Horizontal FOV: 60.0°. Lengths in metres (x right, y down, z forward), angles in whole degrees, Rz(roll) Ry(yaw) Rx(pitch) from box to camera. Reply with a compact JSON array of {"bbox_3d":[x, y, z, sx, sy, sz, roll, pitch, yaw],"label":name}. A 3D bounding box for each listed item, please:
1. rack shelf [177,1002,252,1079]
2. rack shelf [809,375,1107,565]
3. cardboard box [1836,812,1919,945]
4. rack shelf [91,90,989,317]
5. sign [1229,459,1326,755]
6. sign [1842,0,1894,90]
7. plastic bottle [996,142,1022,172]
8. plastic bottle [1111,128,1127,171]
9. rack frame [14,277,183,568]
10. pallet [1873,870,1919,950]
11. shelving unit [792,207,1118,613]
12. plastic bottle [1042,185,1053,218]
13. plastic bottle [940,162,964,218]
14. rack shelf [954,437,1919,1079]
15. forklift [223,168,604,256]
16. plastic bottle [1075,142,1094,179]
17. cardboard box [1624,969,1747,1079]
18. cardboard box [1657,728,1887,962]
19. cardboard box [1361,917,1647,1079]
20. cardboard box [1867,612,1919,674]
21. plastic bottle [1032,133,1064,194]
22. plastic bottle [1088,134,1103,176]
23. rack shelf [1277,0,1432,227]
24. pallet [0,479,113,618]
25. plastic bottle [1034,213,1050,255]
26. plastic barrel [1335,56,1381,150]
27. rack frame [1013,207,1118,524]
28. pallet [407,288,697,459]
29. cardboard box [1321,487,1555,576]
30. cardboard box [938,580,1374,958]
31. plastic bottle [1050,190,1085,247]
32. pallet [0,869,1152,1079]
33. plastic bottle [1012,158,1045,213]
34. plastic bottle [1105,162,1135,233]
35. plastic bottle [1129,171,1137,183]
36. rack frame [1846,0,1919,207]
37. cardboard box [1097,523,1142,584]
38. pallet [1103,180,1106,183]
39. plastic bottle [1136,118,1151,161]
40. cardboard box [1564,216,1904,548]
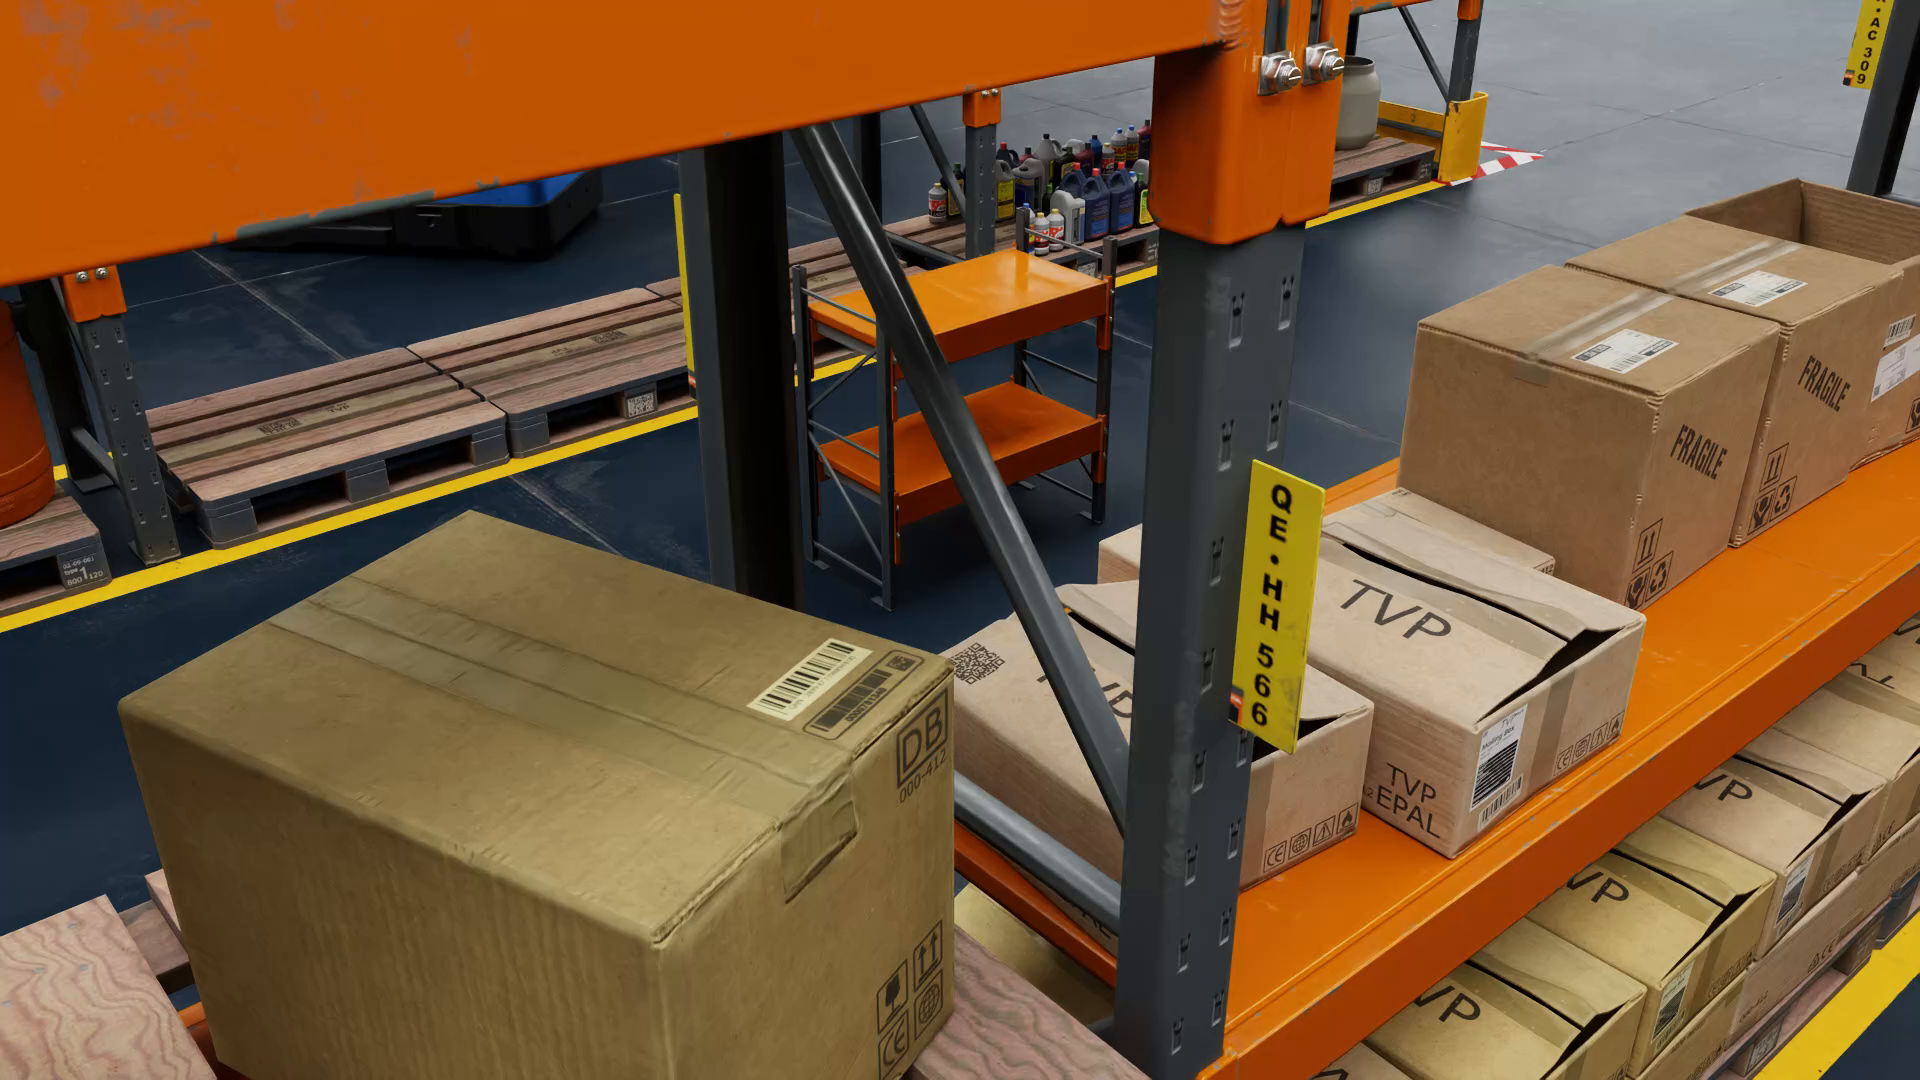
[{"bbox_3d":[-1.547,1.289,1.420,4.000,0.370,1.077,-22,35,-35],"label":"rack shelf"},{"bbox_3d":[-0.005,-0.278,6.096,1.000,0.278,0.538,-22,35,-35],"label":"rack shelf"},{"bbox_3d":[2.116,0.705,4.220,0.500,0.250,0.500,-21,35,-34],"label":"cardboard box"},{"bbox_3d":[-1.716,-1.712,7.035,4.000,0.370,1.077,-22,35,-35],"label":"rack shelf"},{"bbox_3d":[0.334,0.075,1.782,0.005,0.325,0.100,-22,35,-35],"label":"sign"},{"bbox_3d":[2.656,-1.480,4.833,0.005,0.325,0.100,-22,35,-35],"label":"sign"},{"bbox_3d":[0.255,-2.026,9.203,0.185,0.351,0.144,-24,36,-37],"label":"plastic bottle"},{"bbox_3d":[0.930,-2.277,9.757,0.097,0.271,0.097,0,28,0],"label":"plastic bottle"},{"bbox_3d":[-3.237,-1.418,5.721,0.127,3.000,1.000,-22,35,-35],"label":"rack frame"},{"bbox_3d":[2.483,0.605,4.894,1.213,0.211,1.003,-22,35,-35],"label":"pallet"},{"bbox_3d":[-0.005,-0.494,5.981,1.048,1.125,0.538,-22,35,-35],"label":"shelving unit"},{"bbox_3d":[0.491,-1.725,8.710,0.133,0.283,0.061,-22,35,-35],"label":"plastic bottle"},{"bbox_3d":[-0.042,-1.903,9.044,0.133,0.283,0.061,-20,34,-33],"label":"plastic bottle"},{"bbox_3d":[1.496,0.065,3.709,4.000,0.370,1.077,-22,35,-35],"label":"rack shelf"},{"bbox_3d":[-3.673,-3.139,9.013,3.031,2.935,1.130,3,28,6],"label":"forklift"},{"bbox_3d":[0.696,-2.106,9.423,0.133,0.283,0.061,-22,35,-35],"label":"plastic bottle"},{"bbox_3d":[1.337,1.017,3.637,0.500,0.250,0.500,-23,36,-36],"label":"cardboard box"},{"bbox_3d":[1.738,0.608,3.806,0.500,0.311,0.500,-22,35,-36],"label":"cardboard box"},{"bbox_3d":[0.958,0.921,3.221,0.500,0.311,0.500,-23,36,-36],"label":"cardboard box"},{"bbox_3d":[2.504,0.304,4.375,0.500,0.311,0.500,-21,34,-34],"label":"cardboard box"},{"bbox_3d":[0.500,-2.125,9.388,0.185,0.351,0.144,-22,35,-35],"label":"plastic bottle"},{"bbox_3d":[0.776,-2.216,9.641,0.097,0.271,0.097,0,28,0],"label":"plastic bottle"},{"bbox_3d":[1.496,-1.258,3.002,4.000,0.370,1.077,-22,35,-35],"label":"rack shelf"},{"bbox_3d":[-3.810,0.068,5.899,1.213,0.211,1.003,-22,35,-35],"label":"pallet"},{"bbox_3d":[0.410,-1.573,8.513,0.097,0.201,0.097,0,28,0],"label":"plastic bottle"},{"bbox_3d":[2.398,-2.724,10.359,0.421,0.512,0.421,0,28,0],"label":"plastic barrel"},{"bbox_3d":[0.382,-0.650,6.272,0.032,1.125,0.500,-22,35,-35],"label":"rack frame"},{"bbox_3d":[-1.695,-0.782,7.490,1.213,0.211,1.003,-22,35,-35],"label":"pallet"},{"bbox_3d":[0.908,0.060,3.222,0.250,0.149,0.380,-19,34,-31],"label":"cardboard box"},{"bbox_3d":[0.280,0.303,2.595,0.500,0.311,0.500,-19,34,-32],"label":"cardboard box"},{"bbox_3d":[0.561,-1.683,8.640,0.135,0.276,0.152,-20,34,-33],"label":"plastic bottle"},{"bbox_3d":[-0.495,0.677,2.005,1.003,0.211,1.213,-22,35,-35],"label":"pallet"},{"bbox_3d":[0.370,-1.948,9.135,0.135,0.276,0.152,-22,35,-35],"label":"plastic bottle"},{"bbox_3d":[0.833,-1.823,8.823,0.185,0.351,0.144,-24,36,-37],"label":"plastic bottle"},{"bbox_3d":[0.920,-1.847,8.951,0.097,0.271,0.097,0,28,0],"label":"plastic bottle"},{"bbox_3d":[3.018,-0.864,4.685,0.127,3.000,1.000,-22,35,-35],"label":"rack frame"},{"bbox_3d":[0.480,0.096,3.154,0.250,0.149,0.380,-22,35,-35],"label":"cardboard box"},{"bbox_3d":[1.272,-1.977,9.726,1.213,0.211,1.003,-22,35,-35],"label":"pallet"},{"bbox_3d":[1.083,-2.356,9.890,0.133,0.283,0.061,-21,35,-34],"label":"plastic bottle"},{"bbox_3d":[1.641,-0.365,3.644,0.500,0.500,0.500,-22,35,-35],"label":"cardboard box"}]
